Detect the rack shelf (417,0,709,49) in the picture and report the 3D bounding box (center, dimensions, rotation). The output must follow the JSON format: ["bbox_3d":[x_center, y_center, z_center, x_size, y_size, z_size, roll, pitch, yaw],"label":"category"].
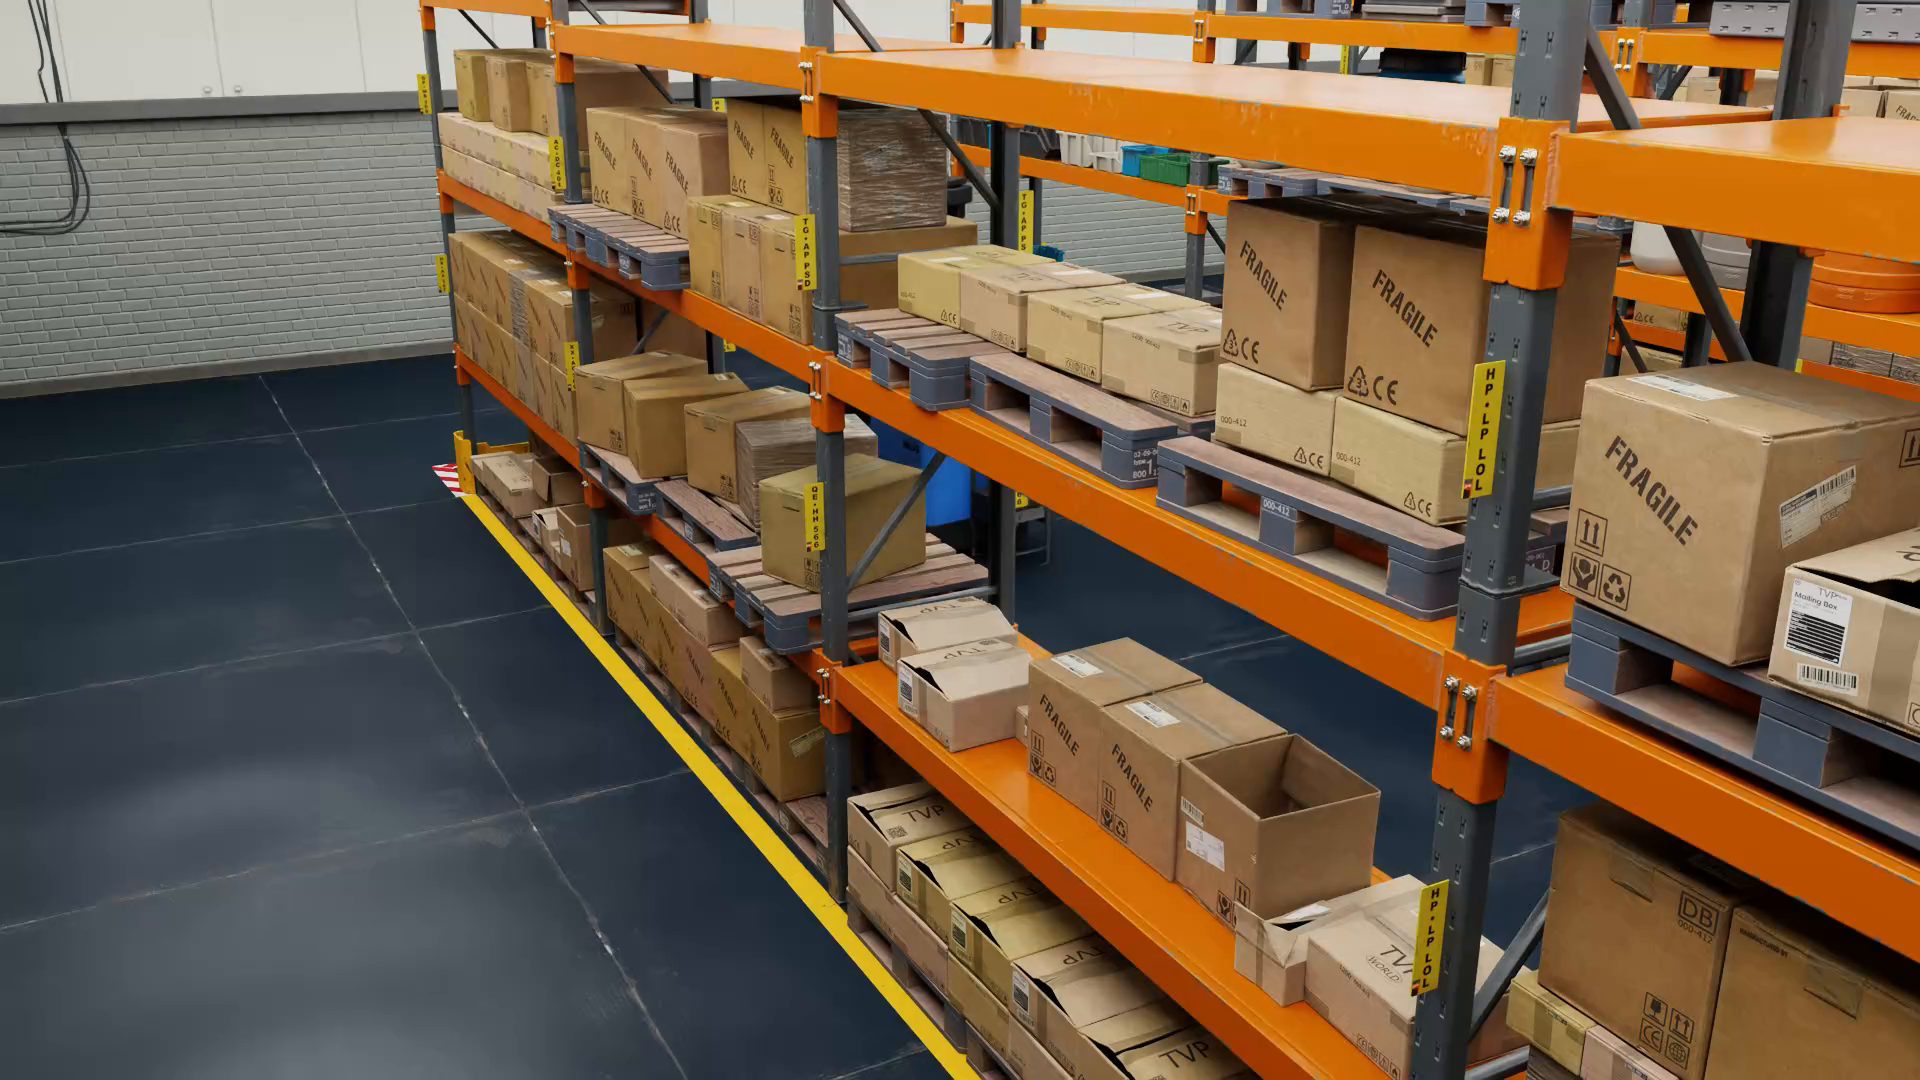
[{"bbox_3d":[-3.044,-3.898,12.241,1.077,0.370,4.000,-10,21,-27],"label":"rack shelf"}]

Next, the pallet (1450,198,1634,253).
[{"bbox_3d":[3.889,-2.011,10.552,1.003,0.211,1.213,-10,21,-27],"label":"pallet"}]

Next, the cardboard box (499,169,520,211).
[{"bbox_3d":[-3.032,-2.563,12.091,0.500,0.250,0.500,-10,21,-27],"label":"cardboard box"}]

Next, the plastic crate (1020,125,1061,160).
[{"bbox_3d":[0.851,-3.652,15.112,0.504,0.338,0.767,-10,21,-27],"label":"plastic crate"}]

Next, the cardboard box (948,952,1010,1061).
[{"bbox_3d":[0.287,1.908,7.075,0.500,0.250,0.500,-11,22,-28],"label":"cardboard box"}]

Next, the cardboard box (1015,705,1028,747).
[{"bbox_3d":[0.461,0.795,7.115,0.380,0.149,0.250,-8,21,-23],"label":"cardboard box"}]

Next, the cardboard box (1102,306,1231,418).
[{"bbox_3d":[0.851,-0.637,5.867,0.500,0.250,0.500,-12,22,-31],"label":"cardboard box"}]

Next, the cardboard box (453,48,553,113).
[{"bbox_3d":[-3.735,-3.771,13.677,0.700,0.500,0.500,-10,21,-27],"label":"cardboard box"}]

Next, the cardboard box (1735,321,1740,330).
[{"bbox_3d":[7.101,-1.952,14.536,0.500,0.500,0.500,-11,22,-28],"label":"cardboard box"}]

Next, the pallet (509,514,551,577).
[{"bbox_3d":[-3.003,-0.059,13.481,1.003,0.211,1.213,-10,21,-27],"label":"pallet"}]

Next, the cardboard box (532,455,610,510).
[{"bbox_3d":[-2.991,-0.396,13.334,0.797,0.503,0.637,-10,21,-27],"label":"cardboard box"}]

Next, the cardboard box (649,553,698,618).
[{"bbox_3d":[-1.604,0.253,10.308,0.500,0.250,0.500,-10,21,-27],"label":"cardboard box"}]

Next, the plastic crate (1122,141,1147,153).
[{"bbox_3d":[1.567,-3.483,14.932,0.437,0.136,0.530,-10,21,-27],"label":"plastic crate"}]

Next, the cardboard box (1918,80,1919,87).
[{"bbox_3d":[10.596,-4.779,17.747,0.500,0.250,0.500,-11,22,-29],"label":"cardboard box"}]

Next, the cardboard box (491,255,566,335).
[{"bbox_3d":[-3.285,-1.891,12.826,0.500,0.500,0.500,-10,22,-27],"label":"cardboard box"}]

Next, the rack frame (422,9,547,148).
[{"bbox_3d":[-3.994,-4.814,13.787,1.000,3.000,0.127,-10,21,-27],"label":"rack frame"}]

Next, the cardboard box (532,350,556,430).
[{"bbox_3d":[-2.803,-1.129,12.150,0.500,0.500,0.500,-9,21,-25],"label":"cardboard box"}]

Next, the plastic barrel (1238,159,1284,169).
[{"bbox_3d":[2.296,-3.087,12.528,0.433,0.535,0.433,0,19,0],"label":"plastic barrel"}]

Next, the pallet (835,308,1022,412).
[{"bbox_3d":[0.206,-0.829,7.127,1.213,0.211,1.003,-9,21,-24],"label":"pallet"}]

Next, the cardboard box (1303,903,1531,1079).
[{"bbox_3d":[1.433,1.403,5.197,0.500,0.250,0.500,-9,21,-23],"label":"cardboard box"}]

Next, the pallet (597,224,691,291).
[{"bbox_3d":[-1.351,-1.664,9.544,1.213,0.211,1.003,-10,21,-27],"label":"pallet"}]

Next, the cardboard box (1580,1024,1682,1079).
[{"bbox_3d":[1.781,1.292,4.141,0.380,0.149,0.250,-10,21,-26],"label":"cardboard box"}]

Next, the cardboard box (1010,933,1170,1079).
[{"bbox_3d":[0.537,1.794,6.545,0.500,0.311,0.500,-10,22,-27],"label":"cardboard box"}]

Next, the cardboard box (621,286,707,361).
[{"bbox_3d":[-2.070,-1.529,11.777,0.500,0.500,0.500,-9,21,-25],"label":"cardboard box"}]

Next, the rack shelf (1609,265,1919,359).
[{"bbox_3d":[5.116,-0.951,8.295,1.077,0.370,4.000,-10,21,-27],"label":"rack shelf"}]

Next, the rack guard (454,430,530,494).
[{"bbox_3d":[-3.957,-0.775,15.110,1.175,0.500,0.348,-10,21,-27],"label":"rack guard"}]

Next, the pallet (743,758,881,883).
[{"bbox_3d":[-0.516,1.416,9.203,1.003,0.211,1.213,-10,21,-27],"label":"pallet"}]

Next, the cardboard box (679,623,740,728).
[{"bbox_3d":[-1.345,0.762,9.983,0.500,0.500,0.500,-11,22,-29],"label":"cardboard box"}]

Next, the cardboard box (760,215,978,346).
[{"bbox_3d":[-0.431,-1.267,7.952,0.910,0.500,0.500,-10,21,-27],"label":"cardboard box"}]

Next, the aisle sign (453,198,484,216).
[{"bbox_3d":[-4.284,-3.181,14.266,0.394,0.787,0.004,-10,21,-27],"label":"aisle sign"}]

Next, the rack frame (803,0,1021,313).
[{"bbox_3d":[-0.195,-2.517,7.131,1.000,3.000,0.127,-10,21,-27],"label":"rack frame"}]

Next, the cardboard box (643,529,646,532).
[{"bbox_3d":[-2.523,-0.099,12.990,0.380,0.166,0.250,-10,21,-27],"label":"cardboard box"}]

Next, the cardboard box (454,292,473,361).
[{"bbox_3d":[-4.015,-1.857,14.262,0.500,0.500,0.500,-9,21,-26],"label":"cardboard box"}]

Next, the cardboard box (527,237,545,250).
[{"bbox_3d":[-3.300,-2.268,13.919,0.500,0.500,0.500,-9,21,-25],"label":"cardboard box"}]

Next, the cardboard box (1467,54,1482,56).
[{"bbox_3d":[5.182,-4.901,17.688,0.700,0.500,0.500,-11,22,-29],"label":"cardboard box"}]

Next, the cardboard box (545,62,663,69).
[{"bbox_3d":[-2.471,-3.067,11.636,0.700,0.500,0.500,-10,21,-27],"label":"cardboard box"}]

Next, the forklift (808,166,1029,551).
[{"bbox_3d":[-0.697,-1.683,14.016,1.130,2.935,3.031,-13,23,-33],"label":"forklift"}]

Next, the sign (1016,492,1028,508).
[{"bbox_3d":[0.292,-0.316,8.173,0.100,0.325,0.005,-10,21,-27],"label":"sign"}]

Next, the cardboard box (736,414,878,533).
[{"bbox_3d":[-0.859,-0.383,9.345,0.700,0.500,0.500,-6,20,-16],"label":"cardboard box"}]

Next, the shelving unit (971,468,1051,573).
[{"bbox_3d":[0.396,-0.831,12.820,0.431,2.100,0.503,-13,23,-33],"label":"shelving unit"}]

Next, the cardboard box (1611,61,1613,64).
[{"bbox_3d":[6.185,-4.700,15.954,0.500,0.250,0.500,-12,22,-30],"label":"cardboard box"}]

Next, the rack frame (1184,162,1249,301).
[{"bbox_3d":[2.267,-1.596,13.658,1.000,3.000,0.127,-10,21,-27],"label":"rack frame"}]

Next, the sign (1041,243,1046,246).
[{"bbox_3d":[0.844,-2.911,17.220,0.100,0.325,0.005,-10,21,-27],"label":"sign"}]

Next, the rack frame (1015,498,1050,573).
[{"bbox_3d":[0.536,-0.766,12.631,0.400,2.100,0.015,-13,23,-33],"label":"rack frame"}]

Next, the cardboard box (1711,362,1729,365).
[{"bbox_3d":[7.372,-1.120,14.893,1.225,0.875,0.875,-11,22,-29],"label":"cardboard box"}]

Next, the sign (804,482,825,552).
[{"bbox_3d":[-0.668,-0.105,7.683,0.100,0.325,0.005,-10,21,-27],"label":"sign"}]

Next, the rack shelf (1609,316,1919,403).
[{"bbox_3d":[7.576,-1.449,14.335,1.077,0.370,4.000,-10,21,-27],"label":"rack shelf"}]

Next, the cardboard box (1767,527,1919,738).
[{"bbox_3d":[1.968,0.167,3.230,0.500,0.311,0.500,-11,22,-30],"label":"cardboard box"}]

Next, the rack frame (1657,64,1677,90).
[{"bbox_3d":[9.139,-7.087,20.373,1.000,3.000,0.127,-10,21,-27],"label":"rack frame"}]

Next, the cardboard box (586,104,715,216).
[{"bbox_3d":[-1.920,-2.385,10.395,0.600,0.600,0.600,-12,23,-32],"label":"cardboard box"}]

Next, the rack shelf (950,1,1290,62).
[{"bbox_3d":[1.317,-4.477,14.526,1.077,0.370,4.000,-10,21,-27],"label":"rack shelf"}]

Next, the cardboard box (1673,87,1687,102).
[{"bbox_3d":[9.128,-5.429,20.398,0.500,0.250,0.500,-9,21,-25],"label":"cardboard box"}]

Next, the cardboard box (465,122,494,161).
[{"bbox_3d":[-3.504,-3.087,12.843,0.500,0.250,0.500,-10,21,-27],"label":"cardboard box"}]
